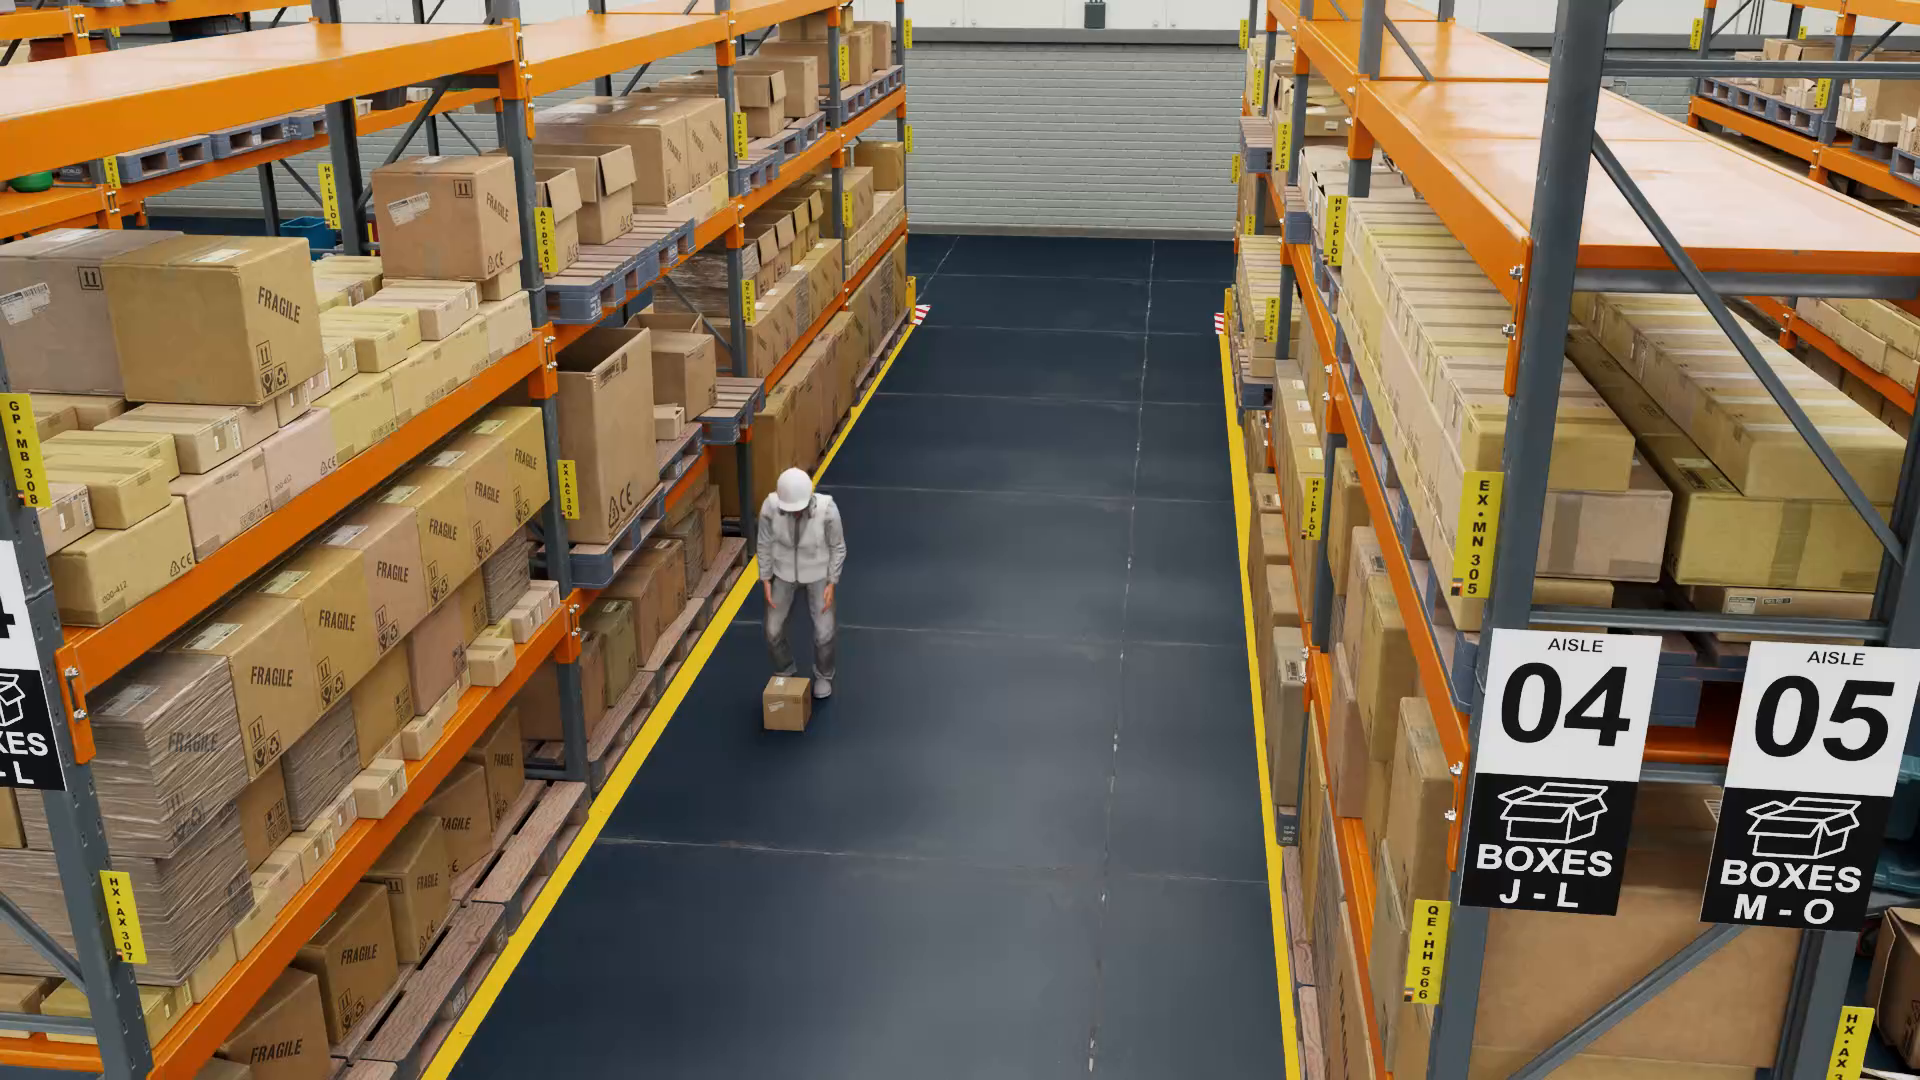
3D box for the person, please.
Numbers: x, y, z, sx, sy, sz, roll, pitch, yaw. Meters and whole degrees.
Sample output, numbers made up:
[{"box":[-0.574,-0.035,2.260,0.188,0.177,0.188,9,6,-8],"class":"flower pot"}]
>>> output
[{"box":[-1.002,0.247,10.647,0.583,1.607,0.627,3,21,7],"class":"person"}]
